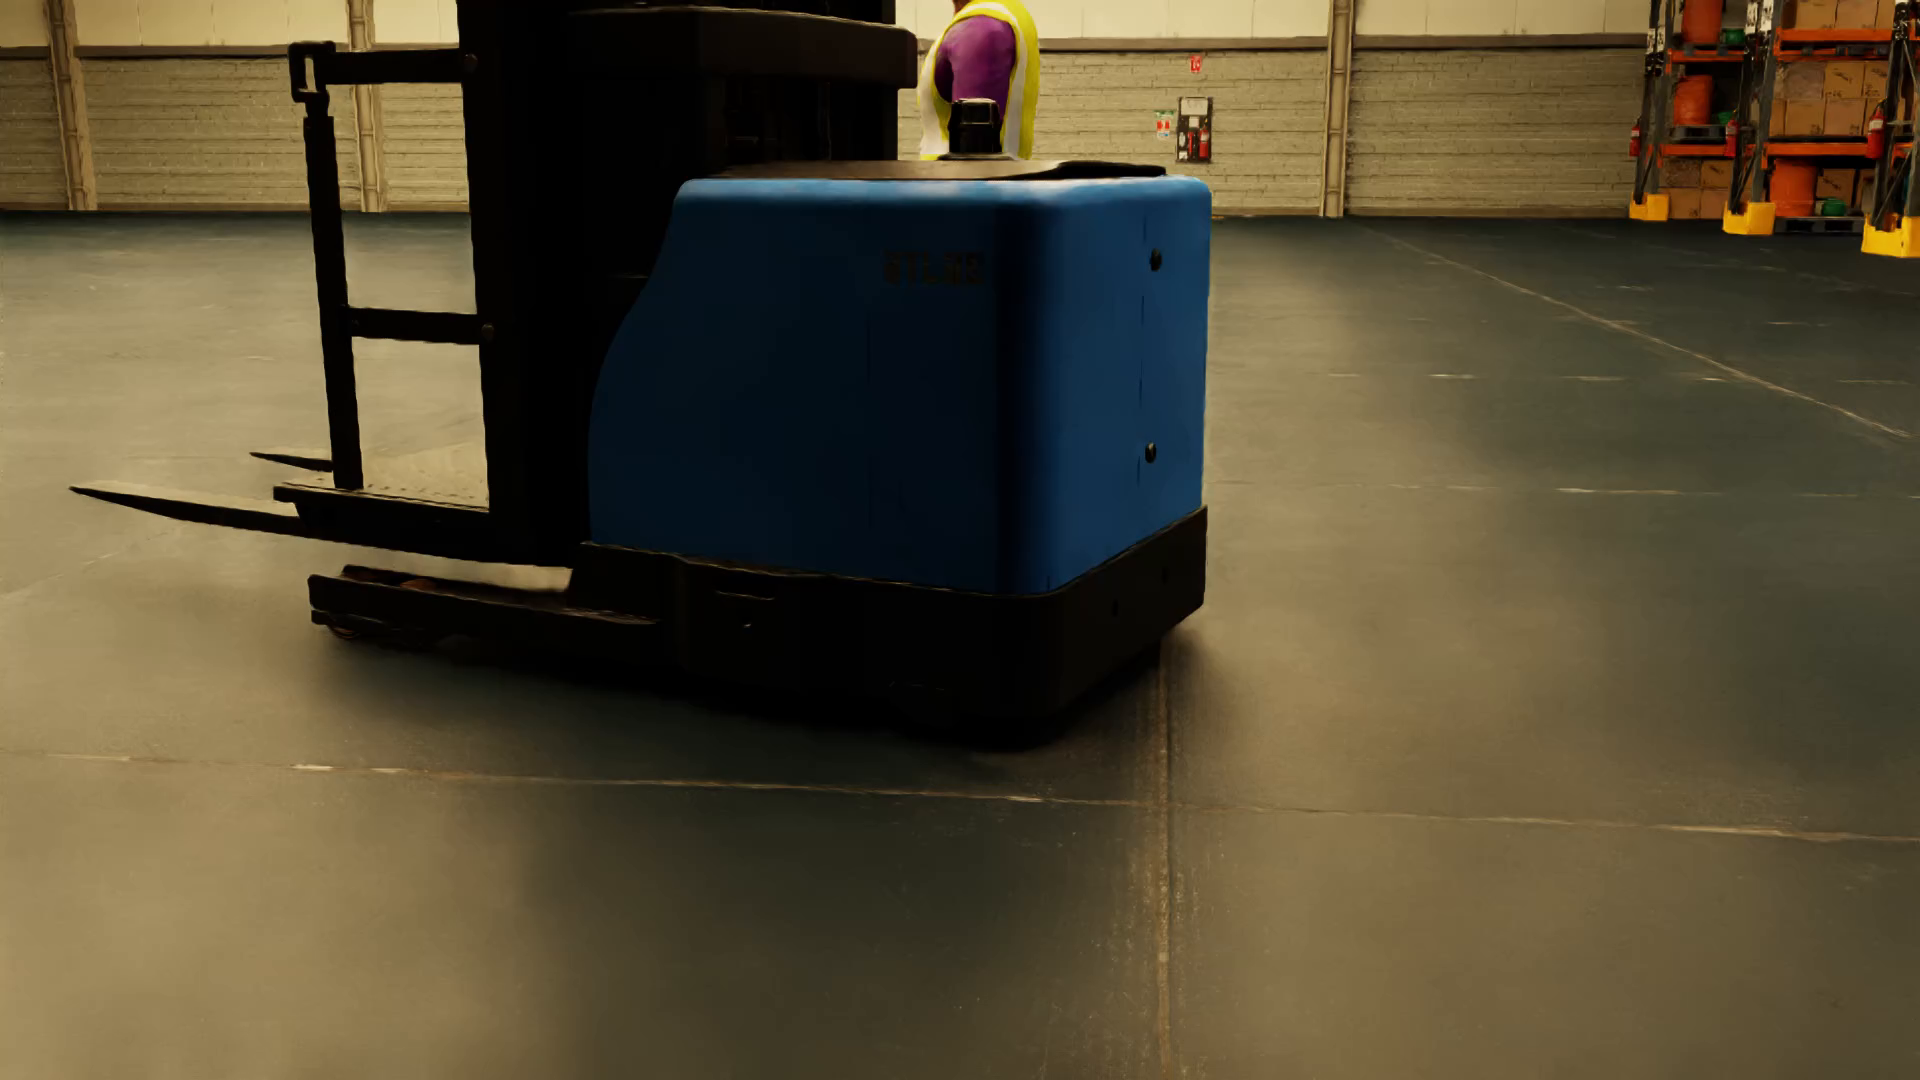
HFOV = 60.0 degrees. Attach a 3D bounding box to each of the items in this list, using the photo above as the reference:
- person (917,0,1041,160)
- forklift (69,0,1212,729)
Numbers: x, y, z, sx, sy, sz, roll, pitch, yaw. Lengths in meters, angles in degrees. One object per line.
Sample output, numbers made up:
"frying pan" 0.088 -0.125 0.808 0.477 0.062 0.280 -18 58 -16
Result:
"person" -0.068 -0.911 4.748 0.576 1.766 0.665 2 13 7
"forklift" -0.965 -1.270 3.942 3.031 2.935 1.130 7 15 26
